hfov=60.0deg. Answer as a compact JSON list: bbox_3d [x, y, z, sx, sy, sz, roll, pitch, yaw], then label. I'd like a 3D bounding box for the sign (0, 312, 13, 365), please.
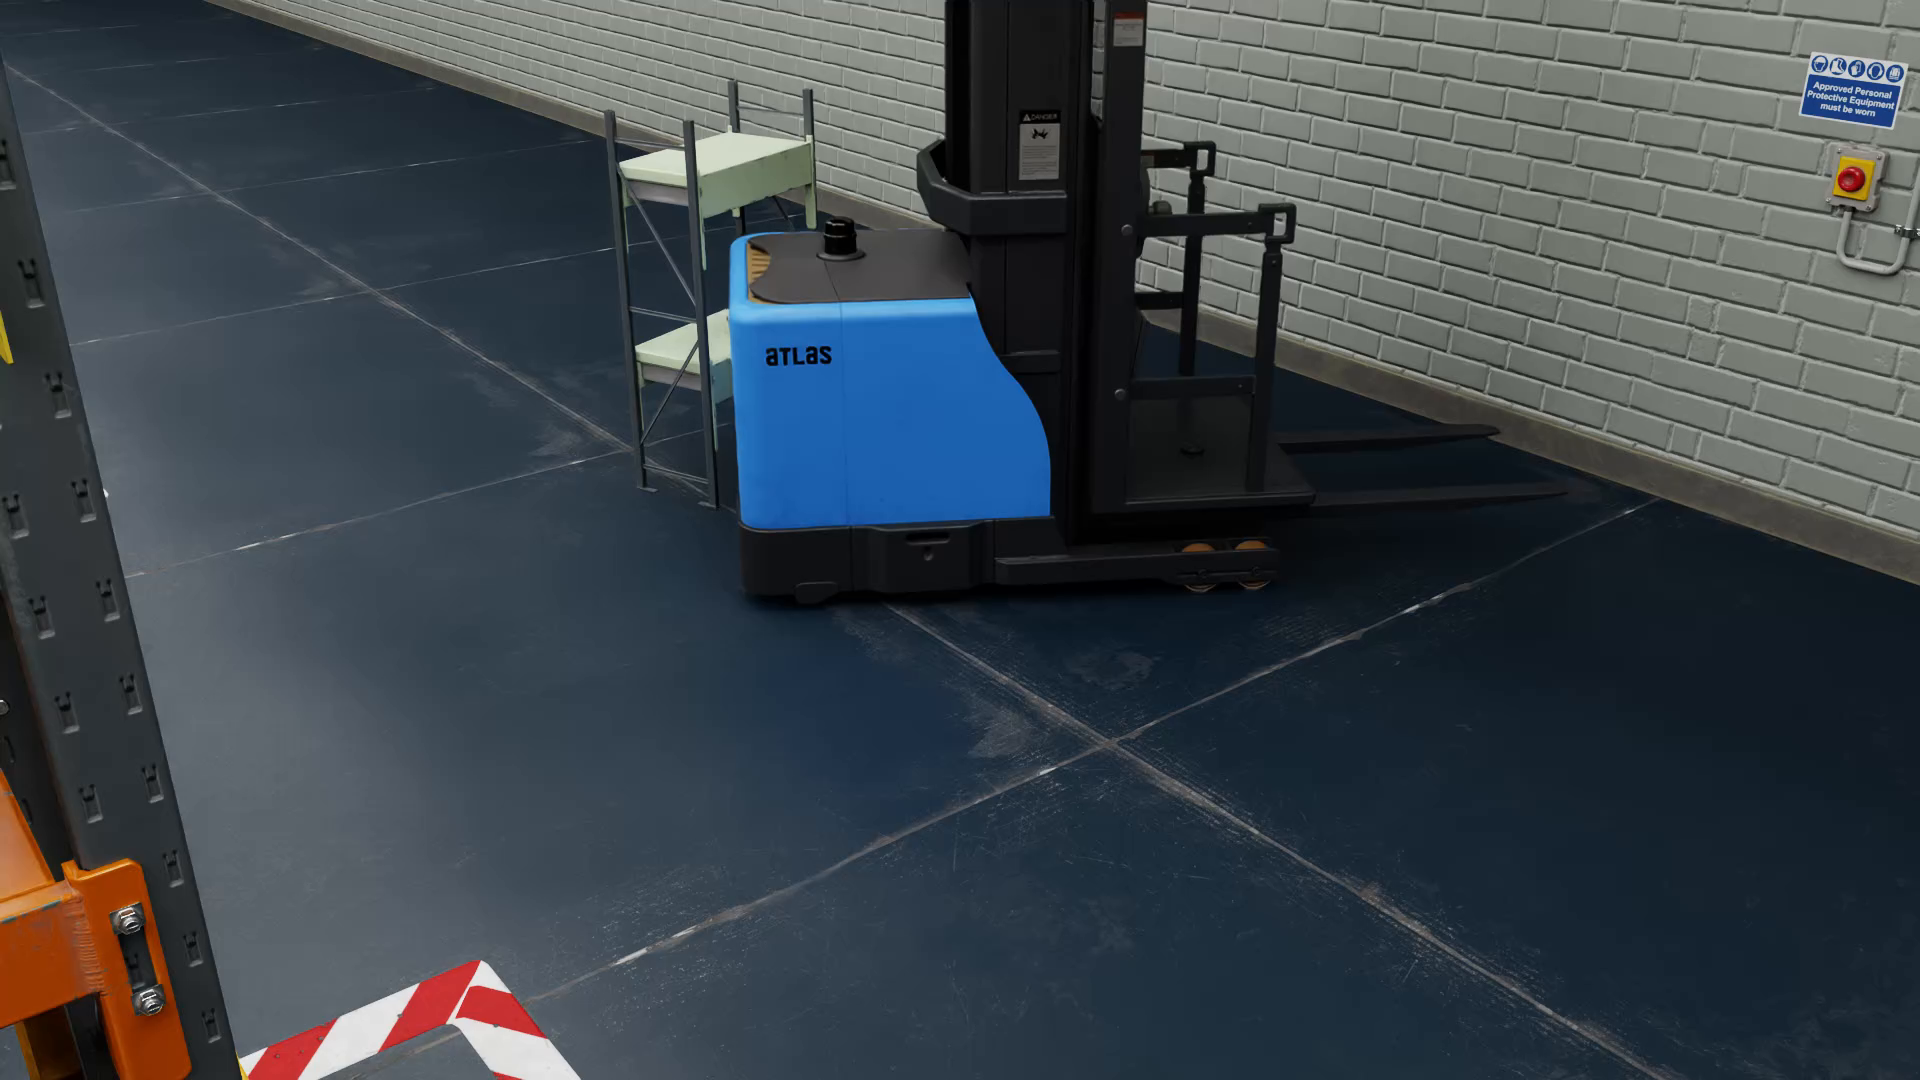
[{"bbox_3d":[-1.075,-0.356,1.798,0.005,0.325,0.100,-18,31,-34],"label":"sign"}]

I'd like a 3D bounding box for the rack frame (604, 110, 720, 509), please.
[{"bbox_3d":[-1.121,-0.847,6.293,0.400,1.500,0.023,14,28,27],"label":"rack frame"}]

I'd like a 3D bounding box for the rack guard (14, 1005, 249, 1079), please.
[{"bbox_3d":[-1.380,1.221,3.026,0.348,0.500,1.175,-18,31,-34],"label":"rack guard"}]

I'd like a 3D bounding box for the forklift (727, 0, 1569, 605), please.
[{"bbox_3d":[0.696,-1.366,5.712,3.031,2.935,1.130,-3,25,-6],"label":"forklift"}]

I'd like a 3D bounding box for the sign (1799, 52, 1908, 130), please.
[{"bbox_3d":[3.042,-1.534,5.671,0.001,0.218,0.327,-18,31,-34],"label":"sign"}]

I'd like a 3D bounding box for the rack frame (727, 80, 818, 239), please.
[{"bbox_3d":[-0.750,-1.112,6.865,0.400,1.500,0.023,14,28,27],"label":"rack frame"}]

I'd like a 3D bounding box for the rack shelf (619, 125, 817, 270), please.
[{"bbox_3d":[-0.935,-1.333,6.415,0.431,0.370,0.720,14,28,27],"label":"rack shelf"}]

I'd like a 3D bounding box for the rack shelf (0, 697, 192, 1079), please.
[{"bbox_3d":[-2.973,0.939,1.519,4.000,0.370,1.077,-18,31,-34],"label":"rack shelf"}]

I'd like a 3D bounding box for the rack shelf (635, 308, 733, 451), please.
[{"bbox_3d":[-0.936,-0.684,6.716,0.431,0.370,0.720,14,28,27],"label":"rack shelf"}]

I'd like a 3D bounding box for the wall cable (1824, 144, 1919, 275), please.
[{"bbox_3d":[3.024,-1.855,5.439,0.123,1.953,0.585,-18,31,-34],"label":"wall cable"}]

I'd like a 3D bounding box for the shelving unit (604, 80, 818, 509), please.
[{"bbox_3d":[-0.935,-0.979,6.579,0.431,1.500,0.755,14,28,27],"label":"shelving unit"}]
